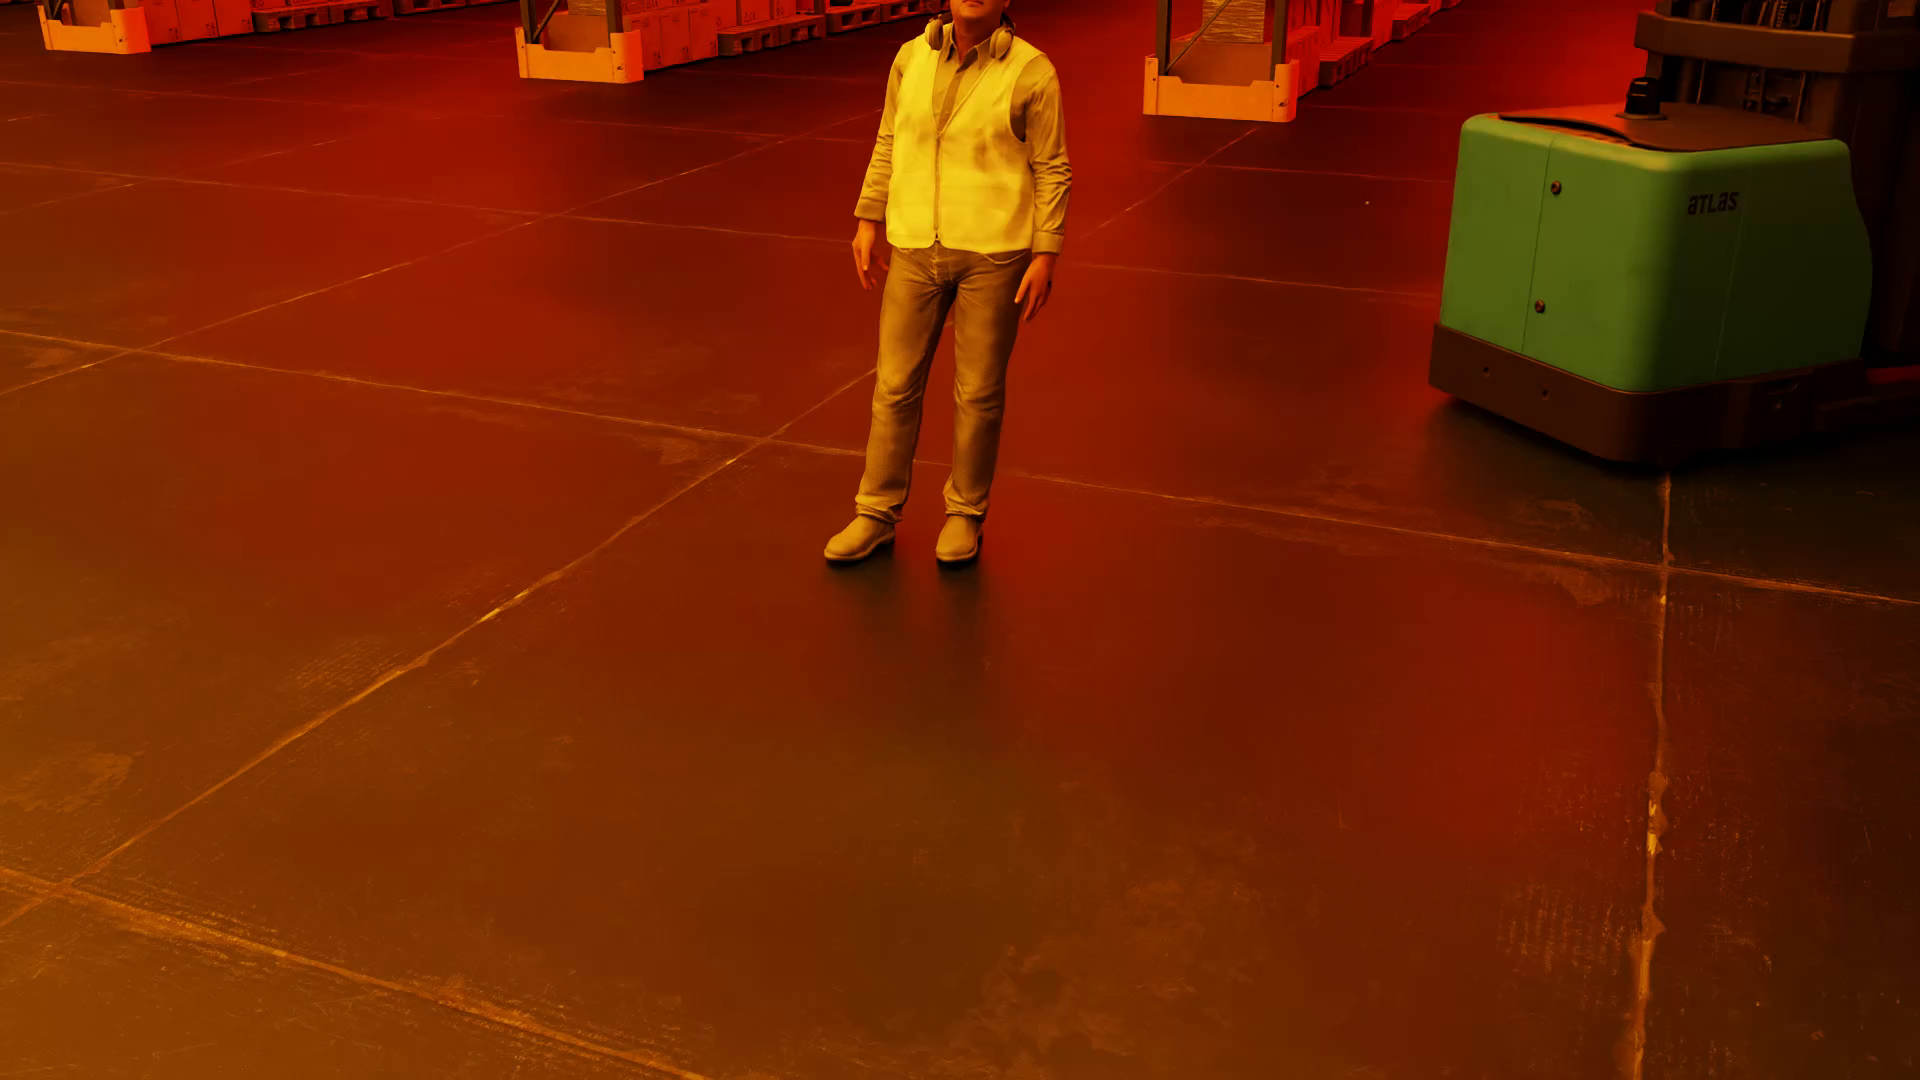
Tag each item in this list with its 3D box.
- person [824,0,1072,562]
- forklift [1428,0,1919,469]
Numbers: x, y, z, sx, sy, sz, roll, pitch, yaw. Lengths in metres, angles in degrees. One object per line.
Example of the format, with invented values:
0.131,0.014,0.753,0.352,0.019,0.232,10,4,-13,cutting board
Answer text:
-0.031,-0.804,4.698,0.632,1.773,0.568,9,24,21,person
3.344,-1.953,5.966,3.031,2.935,1.130,-10,25,-22,forklift
